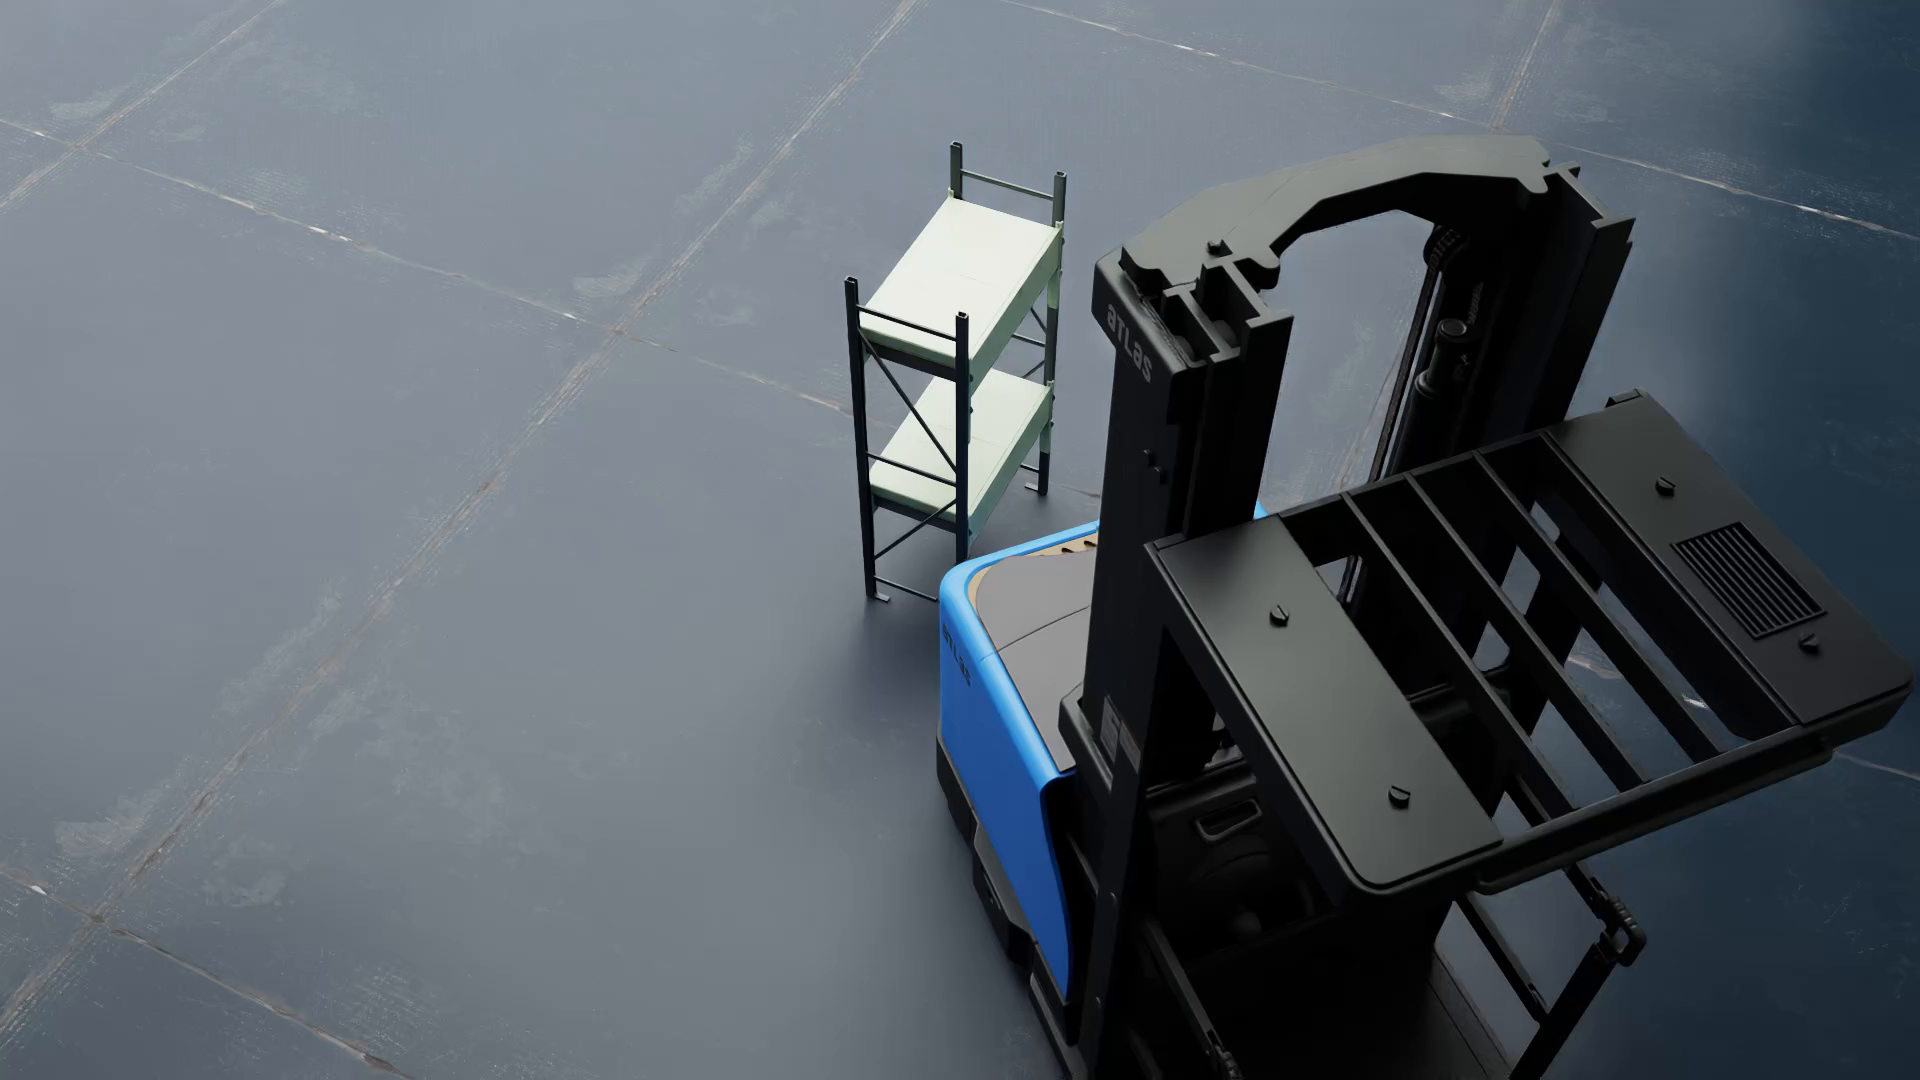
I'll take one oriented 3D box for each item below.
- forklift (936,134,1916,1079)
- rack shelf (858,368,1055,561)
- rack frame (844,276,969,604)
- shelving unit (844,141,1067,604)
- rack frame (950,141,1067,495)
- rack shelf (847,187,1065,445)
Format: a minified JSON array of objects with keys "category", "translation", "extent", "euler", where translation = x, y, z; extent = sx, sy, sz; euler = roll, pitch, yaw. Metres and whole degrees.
[{"category":"forklift","translation":[0.944,0.735,3.700],"extent":[1.130,2.935,3.031],"euler":[-17,52,-14]},{"category":"rack shelf","translation":[-0.003,-0.270,5.923],"extent":[0.431,0.370,0.720],"euler":[20,52,16]},{"category":"rack frame","translation":[-0.159,-0.229,5.460],"extent":[0.400,1.500,0.023],"euler":[20,52,16]},{"category":"shelving unit","translation":[-0.003,-0.481,5.675],"extent":[0.431,1.500,0.755],"euler":[20,52,16]},{"category":"rack frame","translation":[0.154,-0.733,5.889],"extent":[0.400,1.500,0.023],"euler":[20,52,16]},{"category":"rack shelf","translation":[-0.003,-0.734,5.378],"extent":[0.431,0.370,0.720],"euler":[20,52,16]}]
